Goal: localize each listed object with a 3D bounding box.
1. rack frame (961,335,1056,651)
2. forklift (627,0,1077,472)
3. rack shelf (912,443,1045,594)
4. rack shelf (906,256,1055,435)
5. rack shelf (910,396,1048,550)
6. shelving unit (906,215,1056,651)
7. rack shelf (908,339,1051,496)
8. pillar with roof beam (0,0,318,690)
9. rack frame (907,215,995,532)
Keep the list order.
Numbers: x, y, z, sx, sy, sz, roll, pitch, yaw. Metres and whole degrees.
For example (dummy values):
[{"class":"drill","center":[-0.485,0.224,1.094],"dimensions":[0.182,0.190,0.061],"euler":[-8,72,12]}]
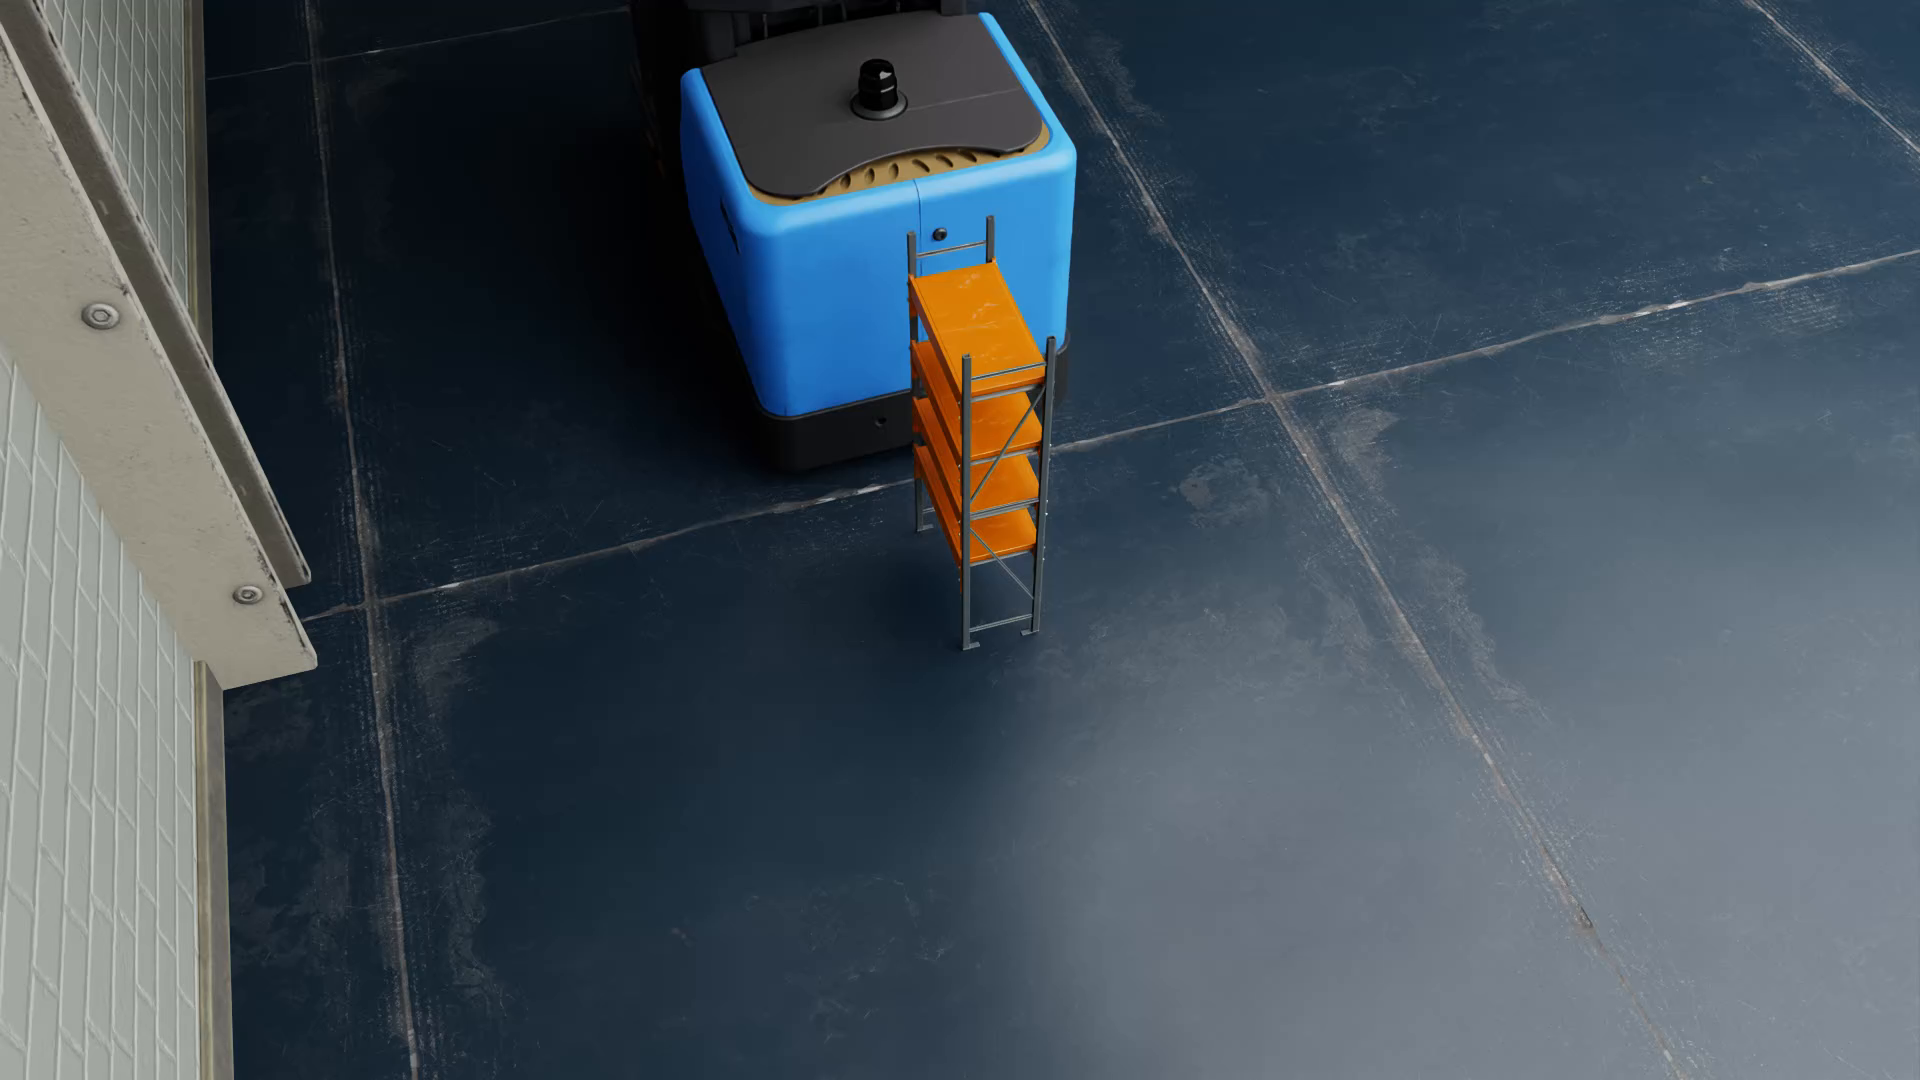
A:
[{"class":"rack frame","center":[0.121,-0.088,4.539],"dimensions":[0.240,1.200,0.015],"euler":[-13,51,-11]},{"class":"forklift","center":[-0.602,-2.320,5.289],"dimensions":[1.130,2.935,3.031],"euler":[-15,51,-12]},{"class":"rack shelf","center":[0.049,-0.094,4.893],"dimensions":[0.258,0.148,0.480],"euler":[-13,51,-11]},{"class":"rack shelf","center":[0.049,-0.519,4.389],"dimensions":[0.258,0.148,0.480],"euler":[-13,51,-11]},{"class":"rack shelf","center":[0.049,-0.222,4.741],"dimensions":[0.258,0.148,0.480],"euler":[-13,51,-11]},{"class":"shelving unit","center":[0.049,-0.266,4.689],"dimensions":[0.258,1.200,0.503],"euler":[-13,51,-11]},{"class":"rack shelf","center":[0.049,-0.367,4.570],"dimensions":[0.258,0.148,0.480],"euler":[-13,51,-11]},{"class":"pillar with roof beam","center":[2.001,-3.605,2.403],"dimensions":[9.100,9.000,0.400],"euler":[-13,51,-11]},{"class":"rack frame","center":[-0.023,-0.444,4.840],"dimensions":[0.240,1.200,0.015],"euler":[-13,51,-11]}]
